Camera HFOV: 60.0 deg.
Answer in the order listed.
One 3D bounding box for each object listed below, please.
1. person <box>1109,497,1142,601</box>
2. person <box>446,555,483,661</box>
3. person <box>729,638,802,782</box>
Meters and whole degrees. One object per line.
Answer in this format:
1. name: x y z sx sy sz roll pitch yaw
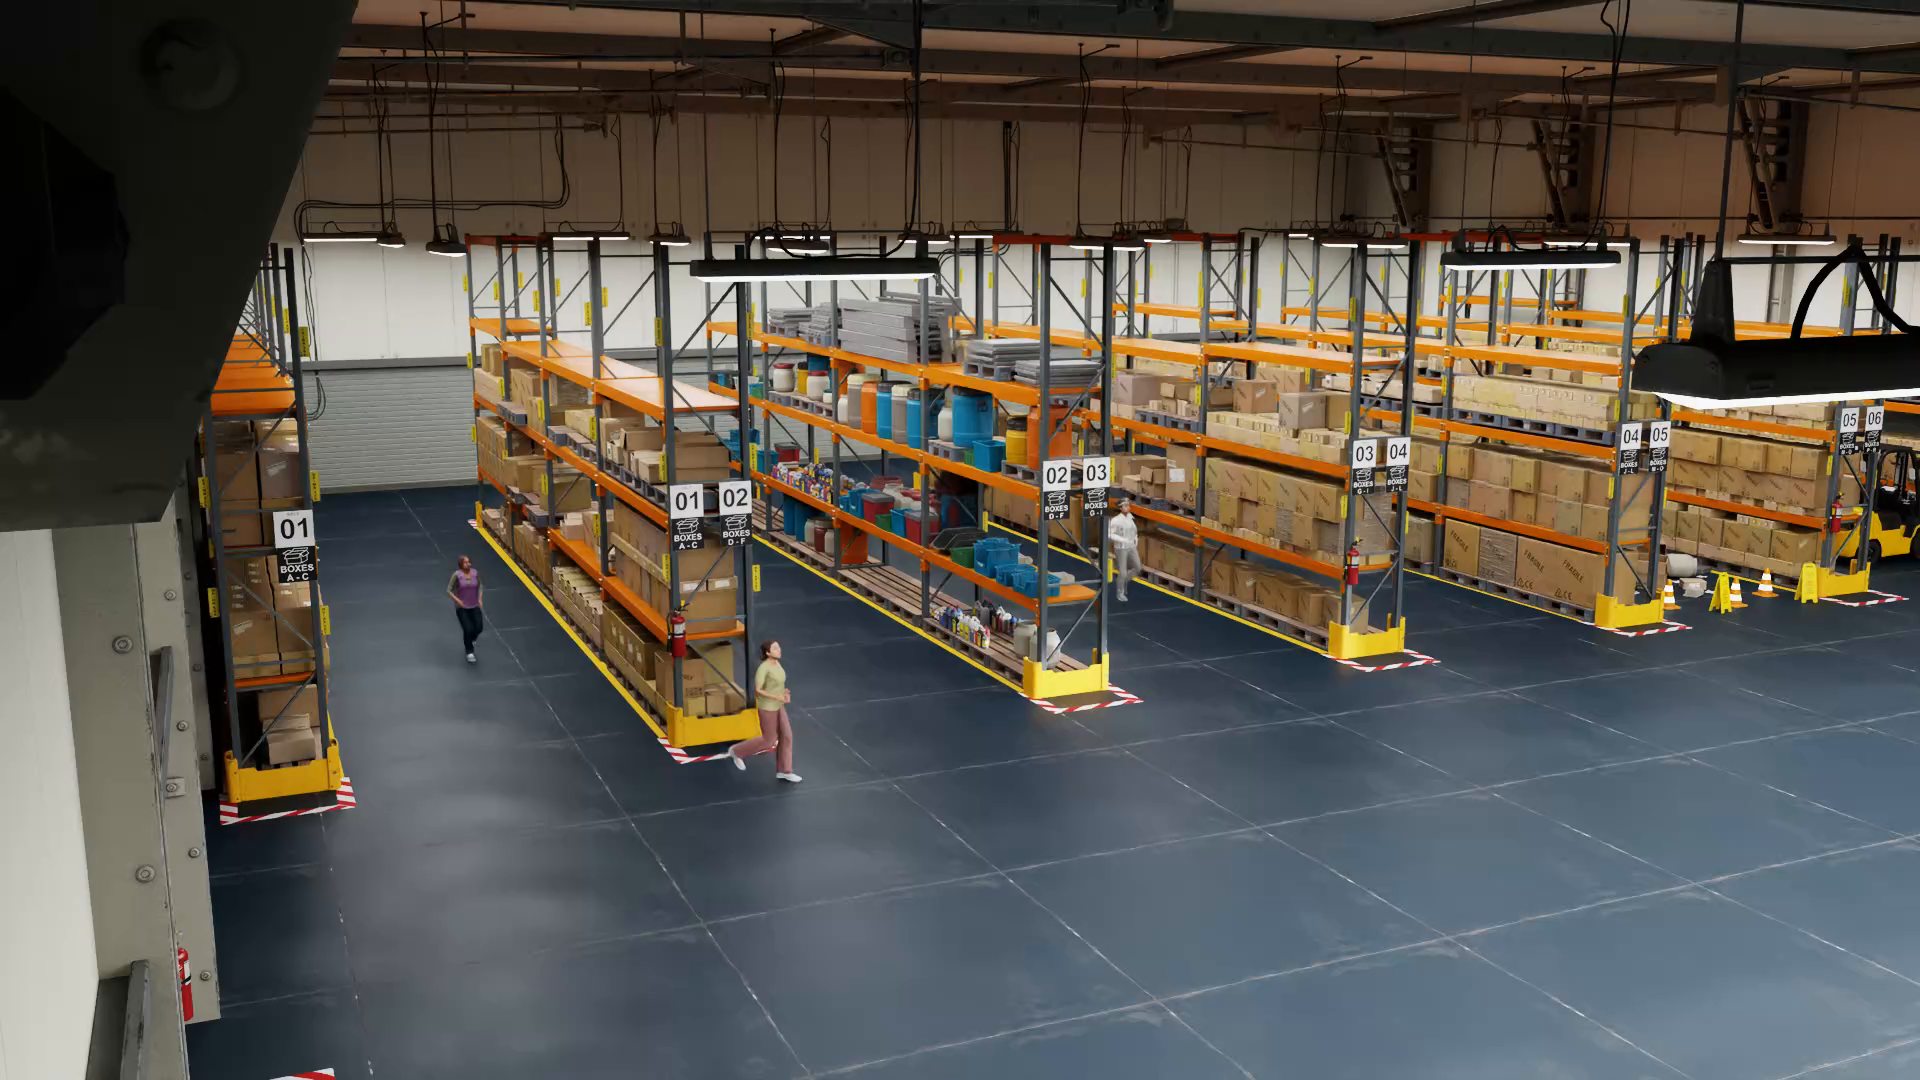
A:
1. person: 2.661 0.149 26.488 0.681 1.688 0.463 -8 14 -37
2. person: -7.123 0.988 24.018 0.553 1.545 0.534 -7 13 -34
3. person: -2.203 1.921 18.951 0.839 1.664 0.587 3 11 16
